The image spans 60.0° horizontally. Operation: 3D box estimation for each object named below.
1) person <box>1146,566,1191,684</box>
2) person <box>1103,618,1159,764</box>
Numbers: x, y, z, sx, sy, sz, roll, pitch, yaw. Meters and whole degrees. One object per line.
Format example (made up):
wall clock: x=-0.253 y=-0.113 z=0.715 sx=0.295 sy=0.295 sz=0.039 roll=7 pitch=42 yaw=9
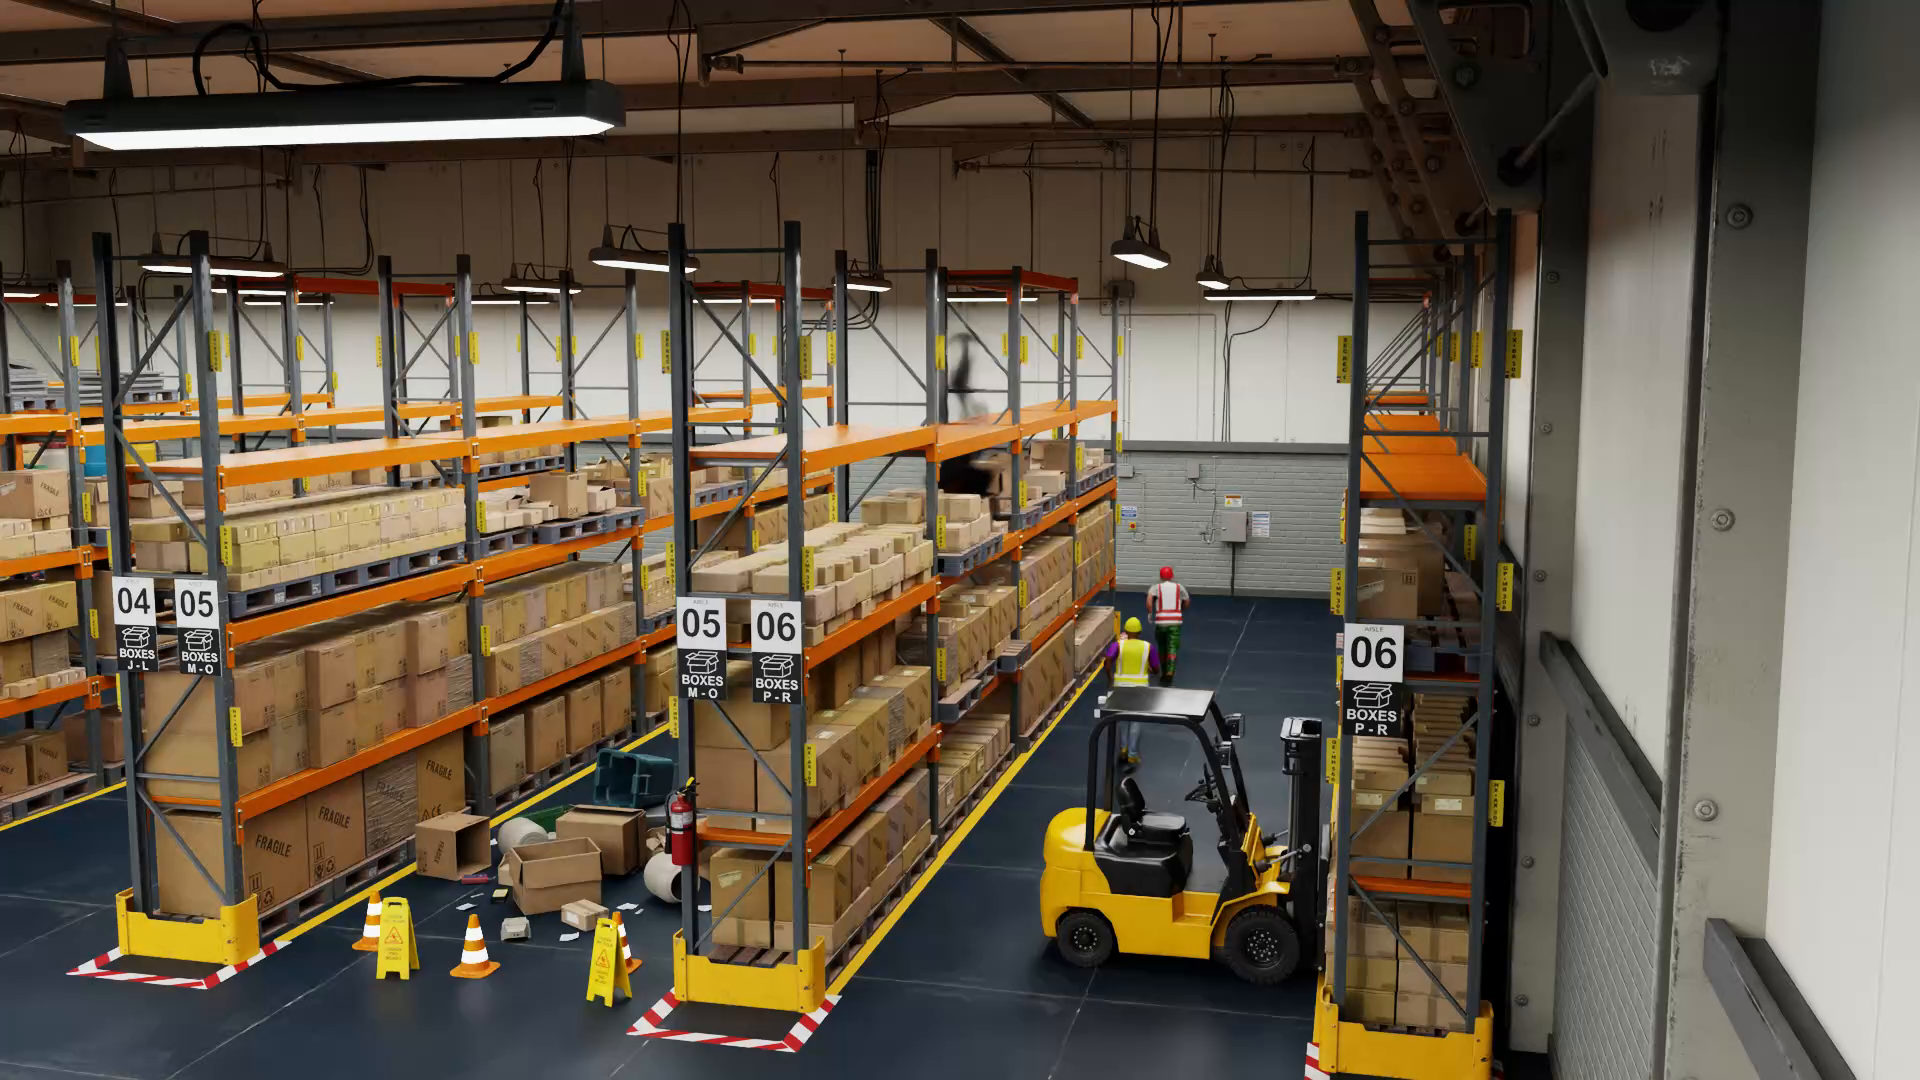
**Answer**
person: x=3.081 y=1.297 z=24.617 sx=0.658 sy=1.779 sz=1.126 roll=1 pitch=7 yaw=6
person: x=2.088 y=1.847 z=20.128 sx=0.630 sy=1.811 sz=0.827 roll=2 pitch=7 yaw=15
